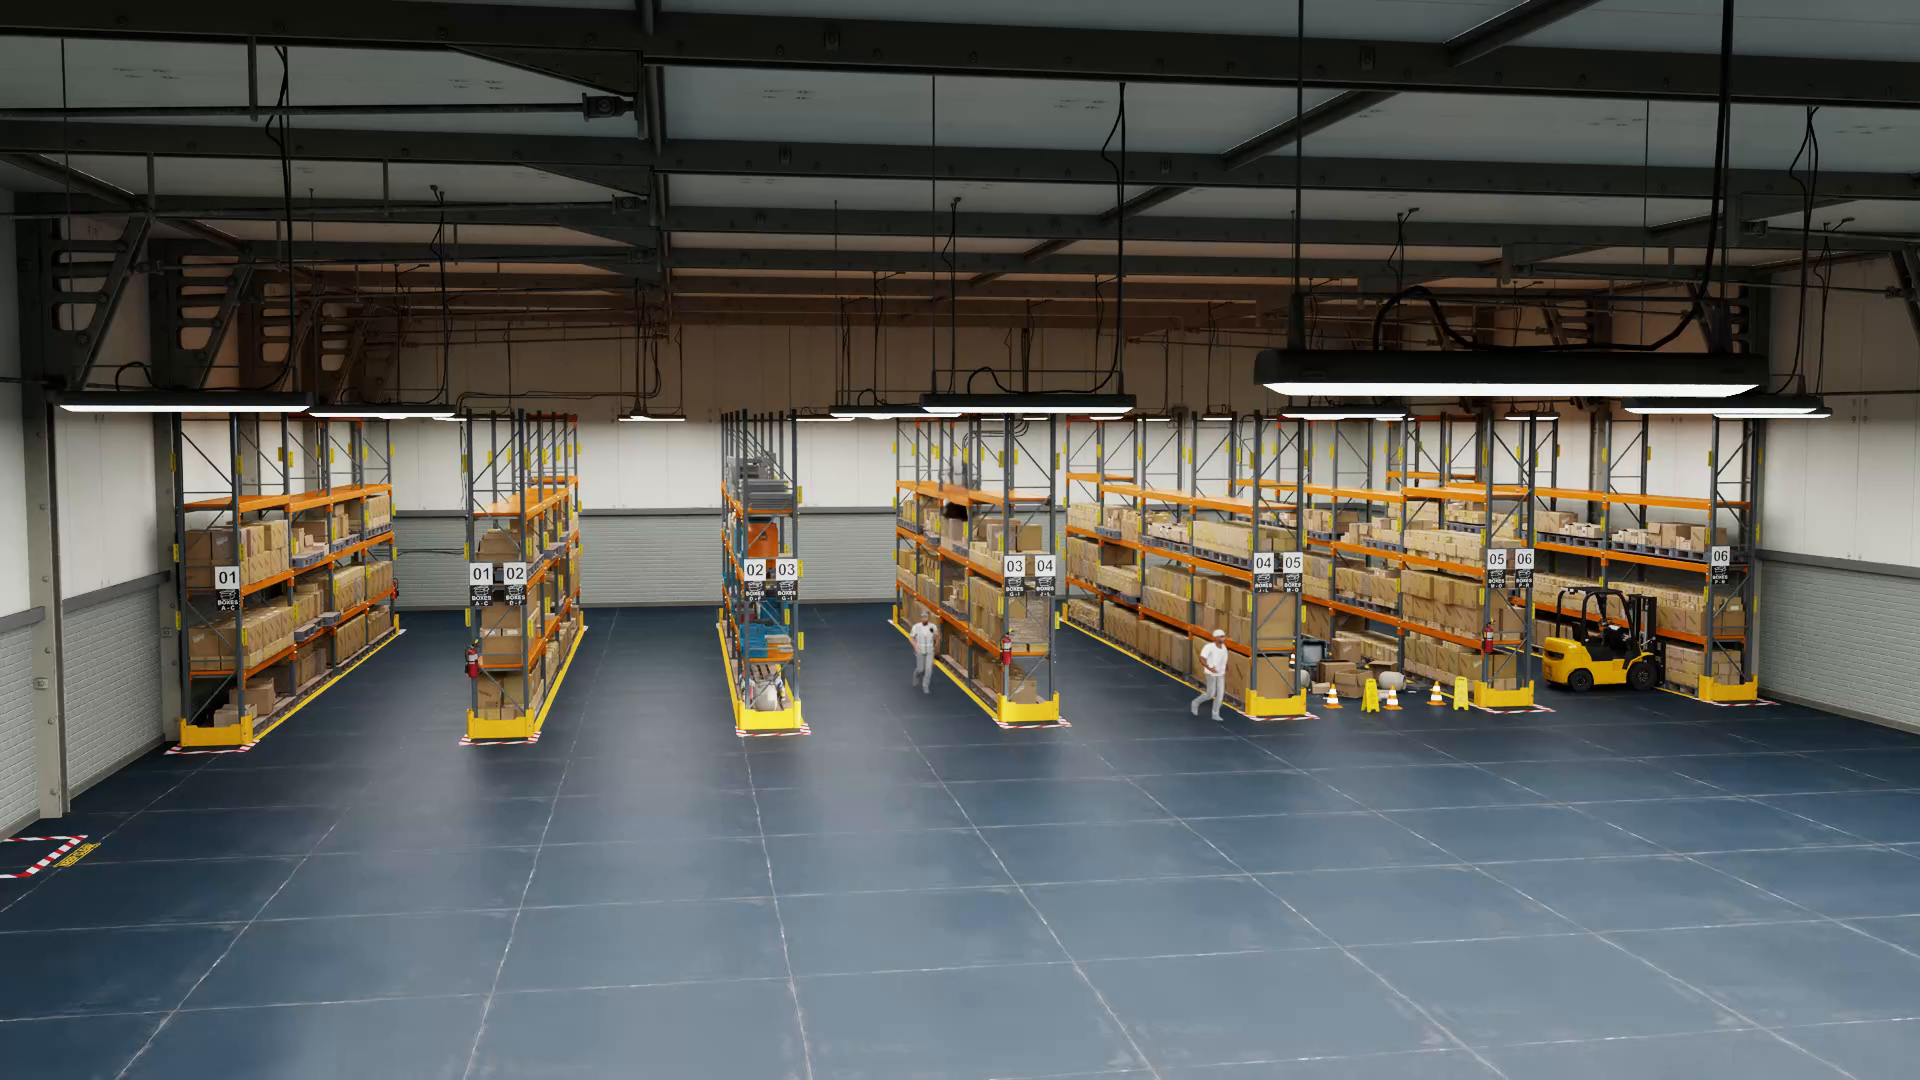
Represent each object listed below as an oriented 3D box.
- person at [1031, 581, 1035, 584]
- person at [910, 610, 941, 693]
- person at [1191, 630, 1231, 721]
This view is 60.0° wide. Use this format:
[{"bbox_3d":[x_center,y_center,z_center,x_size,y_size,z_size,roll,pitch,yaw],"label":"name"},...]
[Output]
[{"bbox_3d":[2.059,1.625,47.347,0.539,1.621,0.728,0,4,-7],"label":"person"},{"bbox_3d":[-0.742,2.372,35.675,0.659,1.764,0.659,-1,4,-9],"label":"person"},{"bbox_3d":[4.959,2.605,32.306,0.753,1.728,0.787,-3,5,-36],"label":"person"}]
